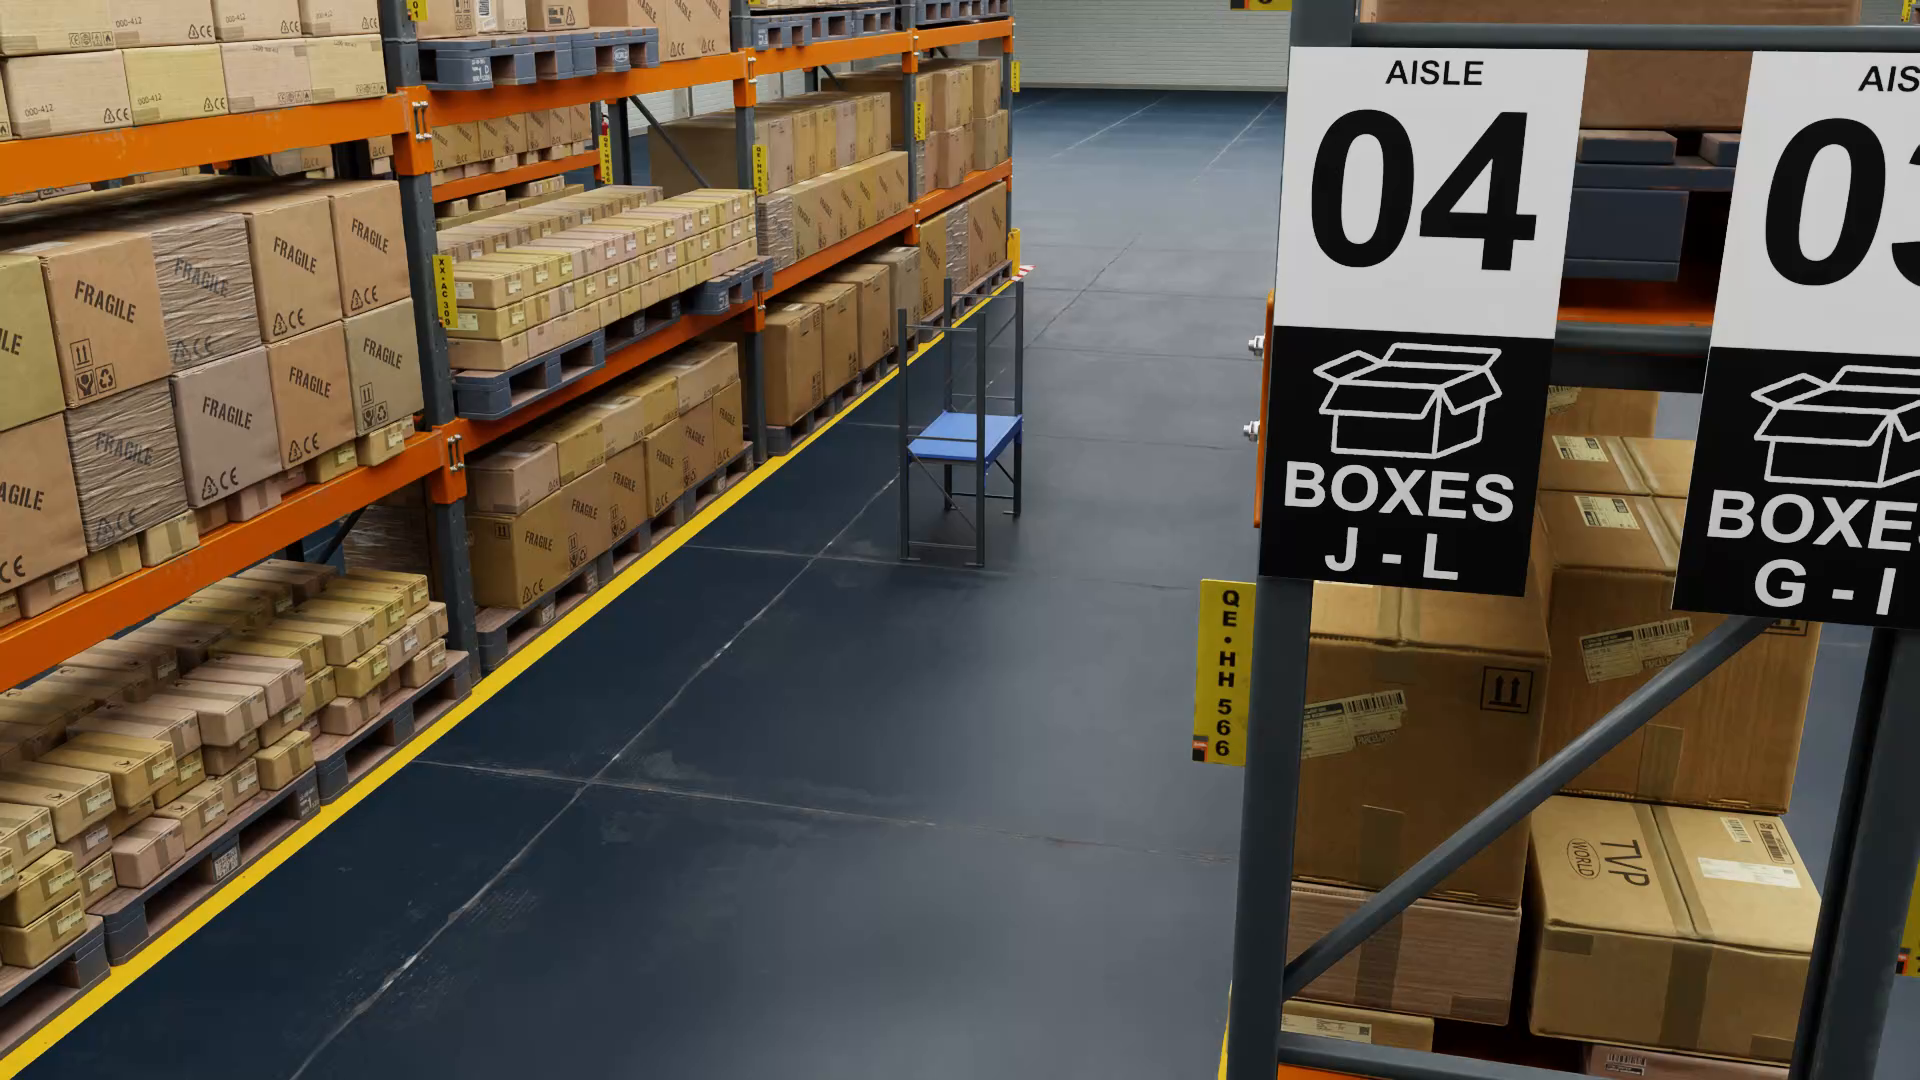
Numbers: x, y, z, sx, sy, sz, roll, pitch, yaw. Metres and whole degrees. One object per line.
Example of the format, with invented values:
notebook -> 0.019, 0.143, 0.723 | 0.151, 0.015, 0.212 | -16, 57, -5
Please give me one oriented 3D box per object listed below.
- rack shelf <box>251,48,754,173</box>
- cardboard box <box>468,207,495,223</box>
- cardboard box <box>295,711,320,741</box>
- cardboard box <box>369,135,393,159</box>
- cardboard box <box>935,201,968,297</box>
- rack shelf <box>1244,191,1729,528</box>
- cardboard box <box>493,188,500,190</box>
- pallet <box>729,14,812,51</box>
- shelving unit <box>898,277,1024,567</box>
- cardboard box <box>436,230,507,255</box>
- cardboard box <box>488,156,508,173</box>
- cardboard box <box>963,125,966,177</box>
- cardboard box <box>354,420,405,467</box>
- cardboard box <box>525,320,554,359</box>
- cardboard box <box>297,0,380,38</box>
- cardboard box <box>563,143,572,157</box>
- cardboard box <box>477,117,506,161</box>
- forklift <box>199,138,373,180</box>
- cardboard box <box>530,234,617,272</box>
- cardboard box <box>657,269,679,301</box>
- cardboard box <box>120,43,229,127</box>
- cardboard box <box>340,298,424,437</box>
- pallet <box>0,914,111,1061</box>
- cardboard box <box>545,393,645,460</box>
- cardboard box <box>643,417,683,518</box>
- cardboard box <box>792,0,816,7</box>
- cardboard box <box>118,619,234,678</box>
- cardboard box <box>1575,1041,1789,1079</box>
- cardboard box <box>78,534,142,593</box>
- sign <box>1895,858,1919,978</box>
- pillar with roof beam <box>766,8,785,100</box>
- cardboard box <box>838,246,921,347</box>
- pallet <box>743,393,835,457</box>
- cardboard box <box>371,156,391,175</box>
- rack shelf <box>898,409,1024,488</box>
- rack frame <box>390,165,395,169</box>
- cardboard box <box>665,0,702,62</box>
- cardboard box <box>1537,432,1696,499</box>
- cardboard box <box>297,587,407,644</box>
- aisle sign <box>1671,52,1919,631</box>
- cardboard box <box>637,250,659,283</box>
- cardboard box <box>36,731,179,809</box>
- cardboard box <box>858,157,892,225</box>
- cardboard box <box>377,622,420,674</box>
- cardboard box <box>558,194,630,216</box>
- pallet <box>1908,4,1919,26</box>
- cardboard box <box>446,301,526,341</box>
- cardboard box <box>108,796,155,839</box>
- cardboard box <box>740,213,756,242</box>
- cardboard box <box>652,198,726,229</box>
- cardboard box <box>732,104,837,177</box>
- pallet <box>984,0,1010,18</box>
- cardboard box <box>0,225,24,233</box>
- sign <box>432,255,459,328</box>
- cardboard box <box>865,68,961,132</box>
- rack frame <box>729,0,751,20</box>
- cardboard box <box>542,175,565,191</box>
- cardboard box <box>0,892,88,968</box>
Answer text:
rack shelf -> -2.356, -2.454, 9.204 | 1.077, 0.370, 4.000 | 5, 19, 13
cardboard box -> -5.190, -3.200, 17.358 | 0.500, 0.500, 0.500 | 5, 20, 16
cardboard box -> -2.939, 0.788, 7.001 | 0.380, 0.149, 0.250 | 4, 19, 12
cardboard box -> -5.605, -3.839, 15.521 | 0.500, 0.500, 0.500 | 4, 19, 12
cardboard box -> -0.452, -2.923, 16.743 | 0.875, 0.875, 0.875 | 5, 19, 14
rack shelf -> 1.451, -0.777, 4.294 | 1.077, 0.370, 4.000 | 5, 19, 13
cardboard box -> -5.332, -3.718, 18.877 | 0.500, 0.500, 0.500 | 4, 19, 11
pallet -> -1.762, -3.538, 11.557 | 1.213, 0.211, 1.003 | 6, 20, 16
shelving unit -> 0.021, -0.736, 10.023 | 0.538, 1.500, 1.048 | 5, 19, 13
cardboard box -> -2.679, -1.575, 8.976 | 0.380, 0.149, 0.250 | 4, 19, 12
cardboard box -> -5.005, -3.970, 17.557 | 0.380, 0.149, 0.250 | 5, 19, 14
cardboard box -> -0.421, -3.951, 16.883 | 0.875, 0.550, 0.500 | 5, 19, 13
cardboard box -> -2.645, -0.432, 7.200 | 0.380, 0.149, 0.250 | 4, 19, 12
cardboard box -> -2.241, -1.002, 8.221 | 0.380, 0.149, 0.250 | 5, 19, 14
cardboard box -> -2.711, -2.168, 6.713 | 0.500, 0.250, 0.500 | 4, 19, 11
cardboard box -> -4.659, -4.449, 18.960 | 0.380, 0.149, 0.250 | 4, 19, 12
cardboard box -> -5.102, -4.234, 17.329 | 0.500, 0.500, 0.500 | 4, 19, 13
forklift -> -4.739, -2.046, 11.643 | 1.130, 2.935, 3.031 | -16, 24, -38
cardboard box -> -2.050, -1.523, 8.824 | 0.380, 0.149, 0.250 | 4, 19, 13
cardboard box -> -1.861, -1.489, 9.646 | 0.380, 0.149, 0.250 | 5, 20, 15
cardboard box -> -2.960, -1.607, 5.842 | 0.500, 0.250, 0.500 | 4, 19, 13
cardboard box -> -2.689, -0.762, 7.164 | 0.500, 0.500, 0.500 | 5, 19, 13
pallet -> -3.571, 1.550, 5.324 | 1.003, 0.211, 1.213 | 5, 19, 13
cardboard box -> -2.152, -0.656, 9.525 | 0.500, 0.250, 0.500 | 5, 20, 15
cardboard box -> -2.019, -0.461, 10.115 | 0.500, 0.500, 0.500 | 4, 19, 11
cardboard box -> -1.355, -3.963, 11.936 | 0.500, 0.250, 0.500 | 5, 20, 15
cardboard box -> -3.310, 0.461, 7.039 | 0.380, 0.149, 0.250 | 4, 19, 12
cardboard box -> 1.369, 0.963, 3.117 | 0.380, 0.149, 0.250 | 5, 19, 14
cardboard box -> -3.094, 0.056, 5.772 | 0.380, 0.149, 0.250 | 5, 20, 15
sign -> 1.499, 0.528, 2.541 | 0.100, 0.325, 0.005 | 5, 19, 13
pillar with roof beam -> -0.558, -15.134, 40.573 | 9.100, 9.000, 0.400 | 5, 19, 13
cardboard box -> -0.955, -2.188, 14.784 | 1.050, 0.750, 0.750 | 5, 19, 13
pallet -> -1.602, -0.923, 12.564 | 1.003, 0.211, 1.213 | 5, 19, 13
cardboard box -> -5.573, -3.512, 15.567 | 0.380, 0.149, 0.250 | 5, 19, 14
rack shelf -> 0.021, -0.566, 10.082 | 0.538, 0.185, 1.000 | 5, 19, 13
rack frame -> -5.715, -3.615, 16.130 | 1.000, 3.000, 0.127 | 5, 19, 13
cardboard box -> -1.870, -3.112, 9.862 | 0.500, 0.500, 0.500 | 5, 19, 13
cardboard box -> 1.585, 0.056, 3.996 | 0.500, 0.500, 0.500 | 4, 19, 12
cardboard box -> -2.703, 0.336, 7.404 | 0.380, 0.149, 0.250 | 5, 19, 14
aisle sign -> 1.236, -0.255, 2.271 | 0.394, 0.787, 0.004 | 5, 19, 13
cardboard box -> -1.923, -1.546, 9.353 | 0.380, 0.149, 0.250 | 4, 19, 12
cardboard box -> -3.062, 0.823, 5.978 | 0.380, 0.149, 0.250 | 5, 19, 14
cardboard box -> -0.882, -2.960, 14.058 | 0.500, 0.500, 0.500 | 4, 19, 13
cardboard box -> -2.668, 0.471, 7.468 | 0.380, 0.149, 0.250 | 4, 19, 11
cardboard box -> -2.296, -2.073, 10.434 | 0.380, 0.149, 0.250 | 5, 19, 13
pallet -> 9.378, -4.773, 15.173 | 1.003, 0.211, 1.213 | 5, 19, 13
cardboard box -> -2.303, -1.056, 7.917 | 0.380, 0.149, 0.250 | 5, 19, 14
cardboard box -> -3.183, 0.955, 6.050 | 0.380, 0.149, 0.250 | 6, 20, 16
cardboard box -> -1.547, -2.032, 10.774 | 0.380, 0.149, 0.250 | 5, 20, 15
cardboard box -> -1.670, -2.013, 10.258 | 0.380, 0.149, 0.250 | 5, 20, 15
cardboard box -> -1.378, -3.142, 13.044 | 0.700, 0.500, 0.500 | 4, 19, 13
pallet -> -0.084, -5.653, 17.595 | 1.003, 0.211, 1.213 | 5, 19, 13
cardboard box -> -3.583, -0.807, 5.748 | 0.500, 0.500, 0.500 | 4, 19, 11
sign -> -2.317, -1.117, 7.479 | 0.100, 0.325, 0.005 | 5, 19, 13
cardboard box -> -0.480, -4.290, 16.205 | 0.875, 0.550, 0.550 | 5, 19, 13
rack frame -> -1.868, -4.841, 10.438 | 1.000, 3.000, 0.127 | 5, 19, 13
cardboard box -> -4.705, -4.036, 18.803 | 0.380, 0.149, 0.250 | 5, 20, 15
cardboard box -> -3.176, 1.279, 5.564 | 0.380, 0.149, 0.250 | 5, 19, 14
